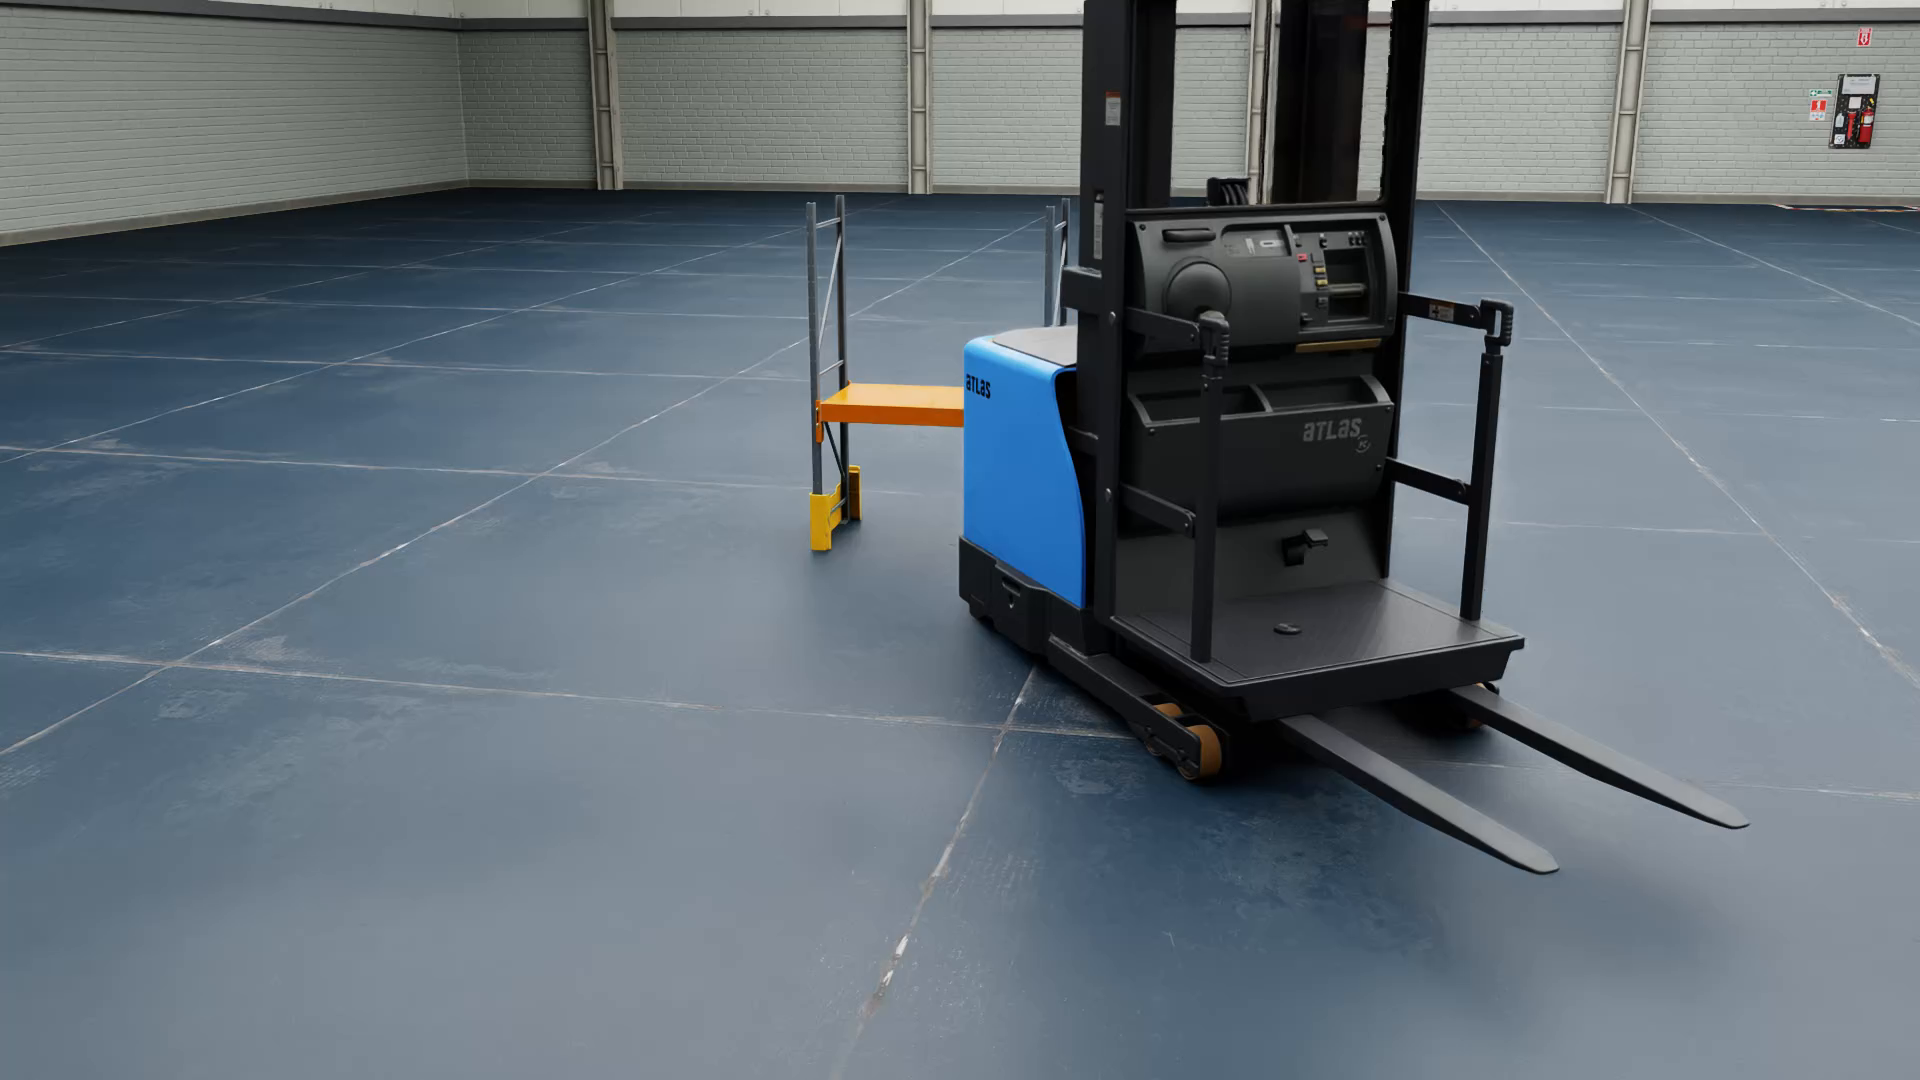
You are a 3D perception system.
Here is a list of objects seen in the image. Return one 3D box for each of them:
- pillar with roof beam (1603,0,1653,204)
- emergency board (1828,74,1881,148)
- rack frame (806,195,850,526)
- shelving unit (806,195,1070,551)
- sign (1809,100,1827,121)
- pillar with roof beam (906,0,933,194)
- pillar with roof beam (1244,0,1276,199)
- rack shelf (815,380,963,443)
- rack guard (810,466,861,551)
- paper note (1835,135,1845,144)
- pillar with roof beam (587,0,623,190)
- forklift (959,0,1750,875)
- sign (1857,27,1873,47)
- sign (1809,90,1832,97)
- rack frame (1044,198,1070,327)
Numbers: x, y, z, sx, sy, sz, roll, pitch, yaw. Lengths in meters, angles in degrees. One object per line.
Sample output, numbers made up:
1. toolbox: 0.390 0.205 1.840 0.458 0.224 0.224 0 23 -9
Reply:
1. pillar with roof beam: 10.185 -8.877 22.680 0.400 9.000 9.100 3 16 11
2. emergency board: 14.508 -6.934 26.905 0.643 1.169 0.194 3 16 11
3. rack frame: -0.582 -0.754 7.406 0.032 1.500 0.500 3 16 11
4. shelving unit: -0.075 -0.727 7.306 1.083 1.500 0.587 3 16 11
5. sign: 13.987 -7.008 27.104 0.234 0.329 0.001 3 16 11
6. pillar with roof beam: -1.575 -9.515 24.985 0.400 9.000 9.100 3 16 11
7. pillar with roof beam: 4.305 -9.196 23.832 0.400 9.000 9.100 3 16 11
8. rack shelf: -0.084 -0.554 7.356 1.000 0.185 0.538 3 16 11
9. rack guard: -0.563 -0.151 7.569 0.087 0.250 0.587 3 16 11
10. paper note: 14.349 -6.537 27.122 0.142 0.148 0.016 3 16 11
11. pillar with roof beam: -7.454 -9.834 26.137 0.400 9.000 9.100 3 16 11
12. forklift: 1.050 -0.830 4.997 1.130 2.935 3.031 -7 17 -23
13. sign: 14.520 -8.078 26.691 0.199 0.298 0.001 3 16 11
14. sign: 13.990 -7.260 27.024 0.331 0.109 0.001 3 16 11
15. rack frame: 0.415 -0.700 7.211 0.032 1.500 0.500 3 16 11
